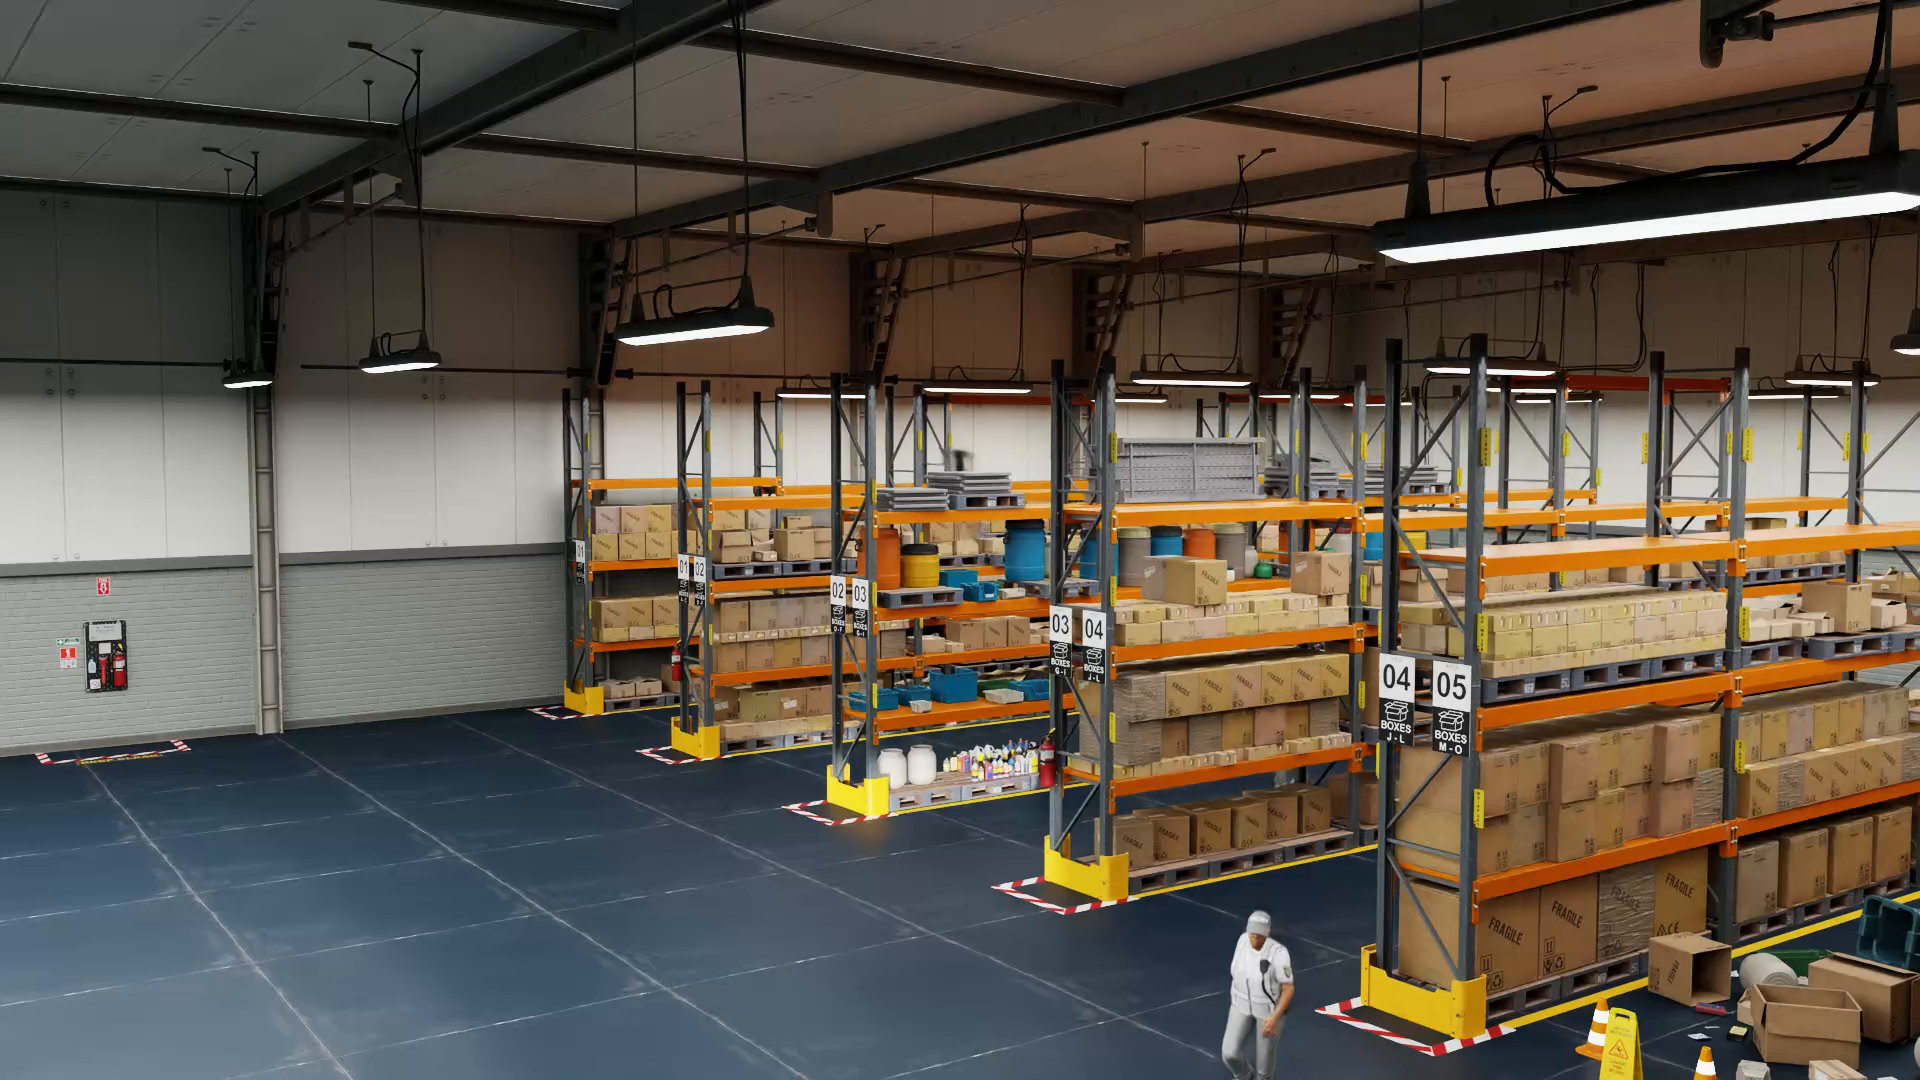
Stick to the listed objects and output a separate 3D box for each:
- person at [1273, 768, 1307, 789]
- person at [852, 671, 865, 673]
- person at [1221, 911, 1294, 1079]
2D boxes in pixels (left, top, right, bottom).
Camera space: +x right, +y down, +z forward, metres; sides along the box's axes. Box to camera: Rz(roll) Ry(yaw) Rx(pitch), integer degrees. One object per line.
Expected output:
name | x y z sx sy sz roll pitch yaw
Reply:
person | 4.750 2.778 24.017 0.853 1.717 0.556 -3 5 -36
person | -1.911 2.351 31.082 0.643 1.657 0.556 1 4 13
person | 2.264 3.553 12.567 0.592 1.604 0.709 2 4 30
